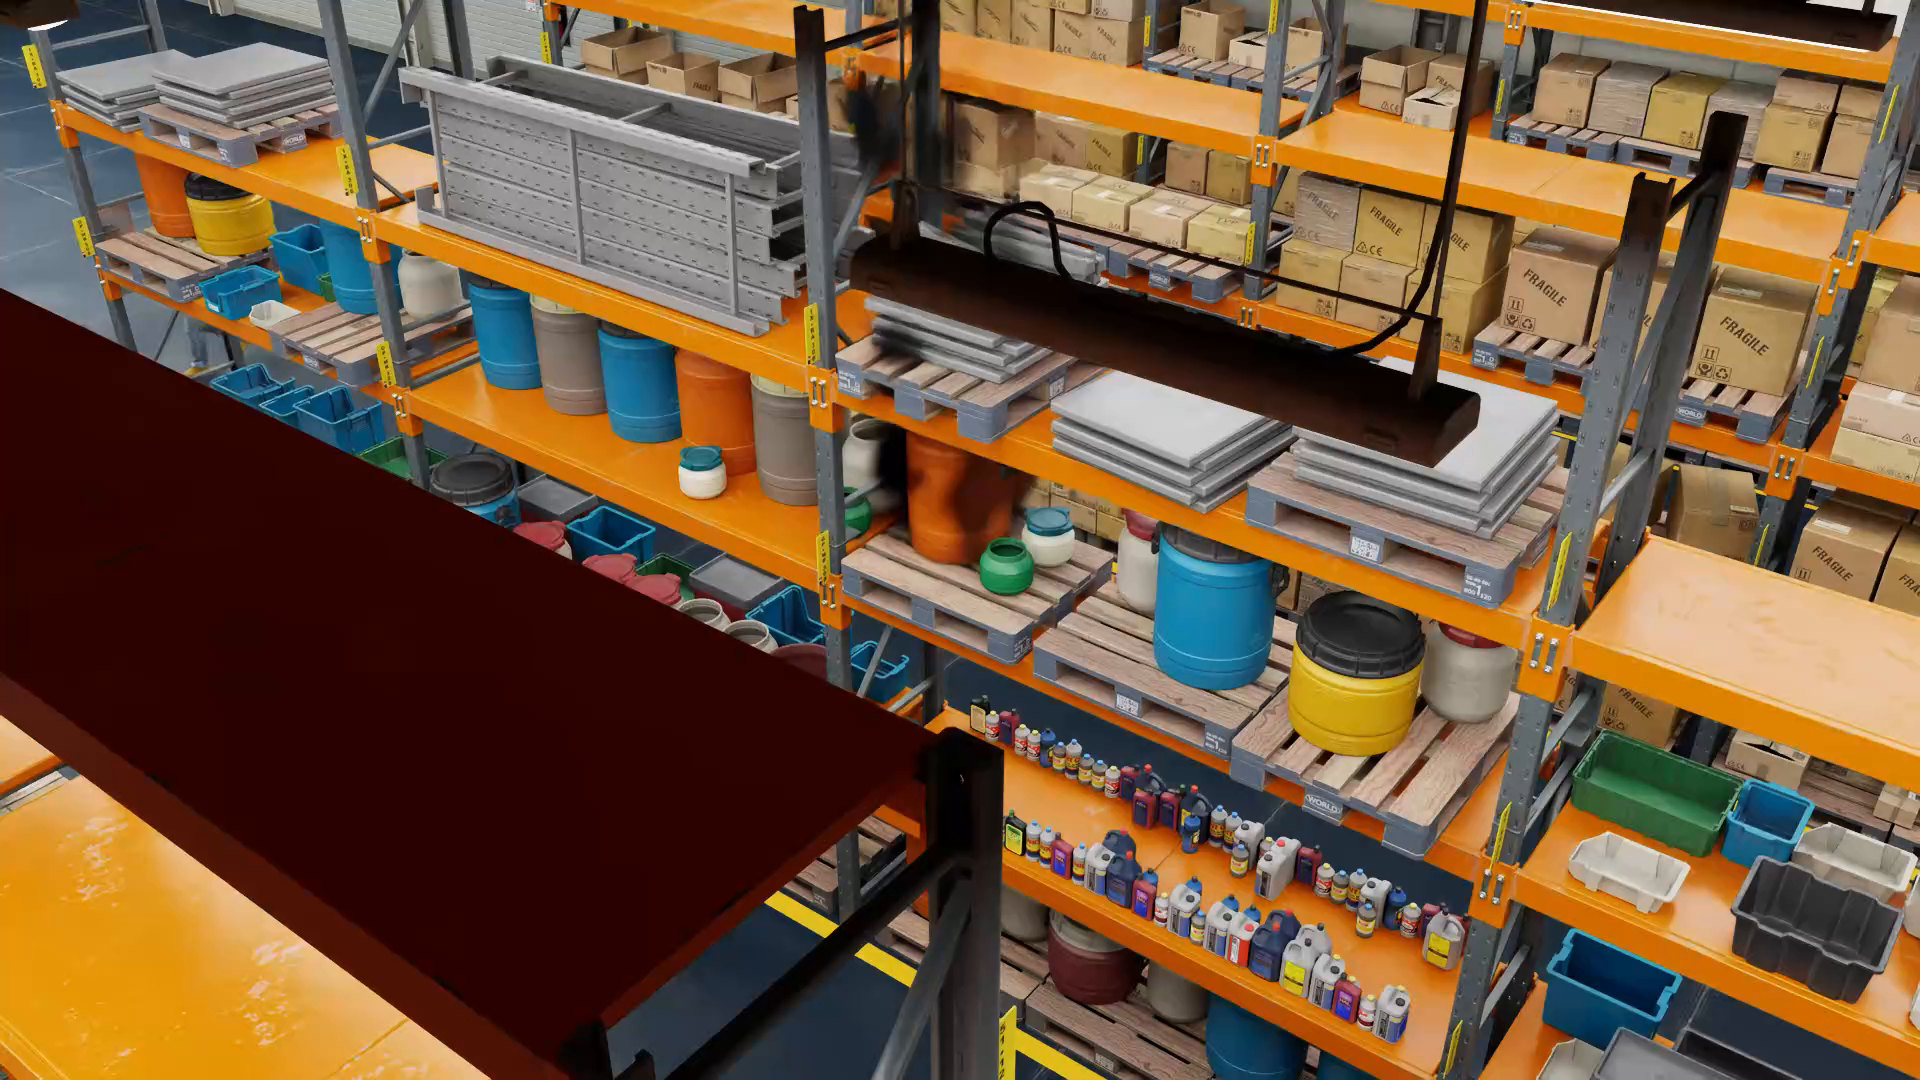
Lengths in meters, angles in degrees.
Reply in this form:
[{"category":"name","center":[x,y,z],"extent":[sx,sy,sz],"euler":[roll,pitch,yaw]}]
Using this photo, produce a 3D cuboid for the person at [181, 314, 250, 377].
[{"category":"person","center":[-8.175,-2.641,17.918],"extent":[0.837,1.775,0.725],"euler":[-15,34,-22]}]
